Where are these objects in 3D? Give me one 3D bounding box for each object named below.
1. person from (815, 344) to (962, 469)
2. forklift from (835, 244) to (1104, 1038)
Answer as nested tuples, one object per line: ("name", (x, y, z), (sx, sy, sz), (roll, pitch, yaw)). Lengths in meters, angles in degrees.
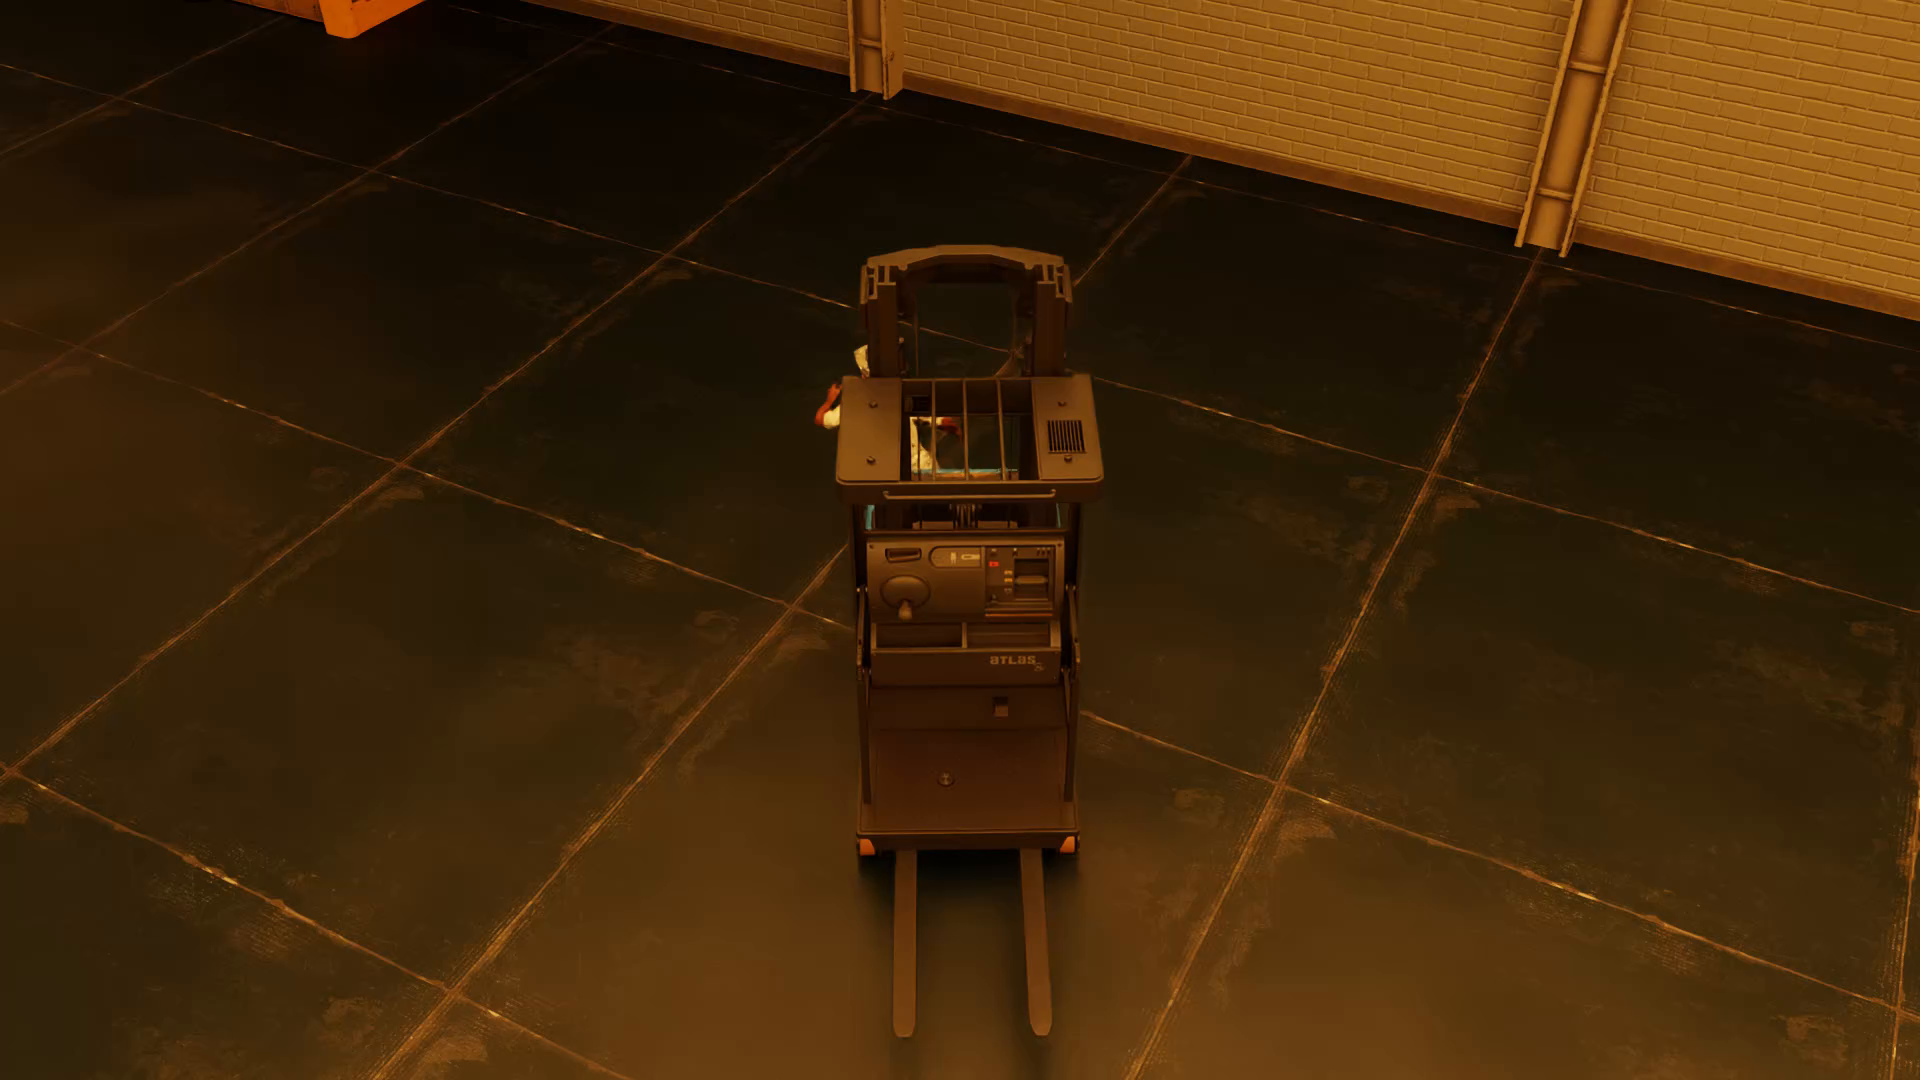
("person", (-0.336, -0.532, 9.808), (0.983, 1.425, 0.886), (-18, 43, -20))
("forklift", (0.033, 0.260, 7.678), (1.130, 2.935, 3.031), (-1, 40, -1))
